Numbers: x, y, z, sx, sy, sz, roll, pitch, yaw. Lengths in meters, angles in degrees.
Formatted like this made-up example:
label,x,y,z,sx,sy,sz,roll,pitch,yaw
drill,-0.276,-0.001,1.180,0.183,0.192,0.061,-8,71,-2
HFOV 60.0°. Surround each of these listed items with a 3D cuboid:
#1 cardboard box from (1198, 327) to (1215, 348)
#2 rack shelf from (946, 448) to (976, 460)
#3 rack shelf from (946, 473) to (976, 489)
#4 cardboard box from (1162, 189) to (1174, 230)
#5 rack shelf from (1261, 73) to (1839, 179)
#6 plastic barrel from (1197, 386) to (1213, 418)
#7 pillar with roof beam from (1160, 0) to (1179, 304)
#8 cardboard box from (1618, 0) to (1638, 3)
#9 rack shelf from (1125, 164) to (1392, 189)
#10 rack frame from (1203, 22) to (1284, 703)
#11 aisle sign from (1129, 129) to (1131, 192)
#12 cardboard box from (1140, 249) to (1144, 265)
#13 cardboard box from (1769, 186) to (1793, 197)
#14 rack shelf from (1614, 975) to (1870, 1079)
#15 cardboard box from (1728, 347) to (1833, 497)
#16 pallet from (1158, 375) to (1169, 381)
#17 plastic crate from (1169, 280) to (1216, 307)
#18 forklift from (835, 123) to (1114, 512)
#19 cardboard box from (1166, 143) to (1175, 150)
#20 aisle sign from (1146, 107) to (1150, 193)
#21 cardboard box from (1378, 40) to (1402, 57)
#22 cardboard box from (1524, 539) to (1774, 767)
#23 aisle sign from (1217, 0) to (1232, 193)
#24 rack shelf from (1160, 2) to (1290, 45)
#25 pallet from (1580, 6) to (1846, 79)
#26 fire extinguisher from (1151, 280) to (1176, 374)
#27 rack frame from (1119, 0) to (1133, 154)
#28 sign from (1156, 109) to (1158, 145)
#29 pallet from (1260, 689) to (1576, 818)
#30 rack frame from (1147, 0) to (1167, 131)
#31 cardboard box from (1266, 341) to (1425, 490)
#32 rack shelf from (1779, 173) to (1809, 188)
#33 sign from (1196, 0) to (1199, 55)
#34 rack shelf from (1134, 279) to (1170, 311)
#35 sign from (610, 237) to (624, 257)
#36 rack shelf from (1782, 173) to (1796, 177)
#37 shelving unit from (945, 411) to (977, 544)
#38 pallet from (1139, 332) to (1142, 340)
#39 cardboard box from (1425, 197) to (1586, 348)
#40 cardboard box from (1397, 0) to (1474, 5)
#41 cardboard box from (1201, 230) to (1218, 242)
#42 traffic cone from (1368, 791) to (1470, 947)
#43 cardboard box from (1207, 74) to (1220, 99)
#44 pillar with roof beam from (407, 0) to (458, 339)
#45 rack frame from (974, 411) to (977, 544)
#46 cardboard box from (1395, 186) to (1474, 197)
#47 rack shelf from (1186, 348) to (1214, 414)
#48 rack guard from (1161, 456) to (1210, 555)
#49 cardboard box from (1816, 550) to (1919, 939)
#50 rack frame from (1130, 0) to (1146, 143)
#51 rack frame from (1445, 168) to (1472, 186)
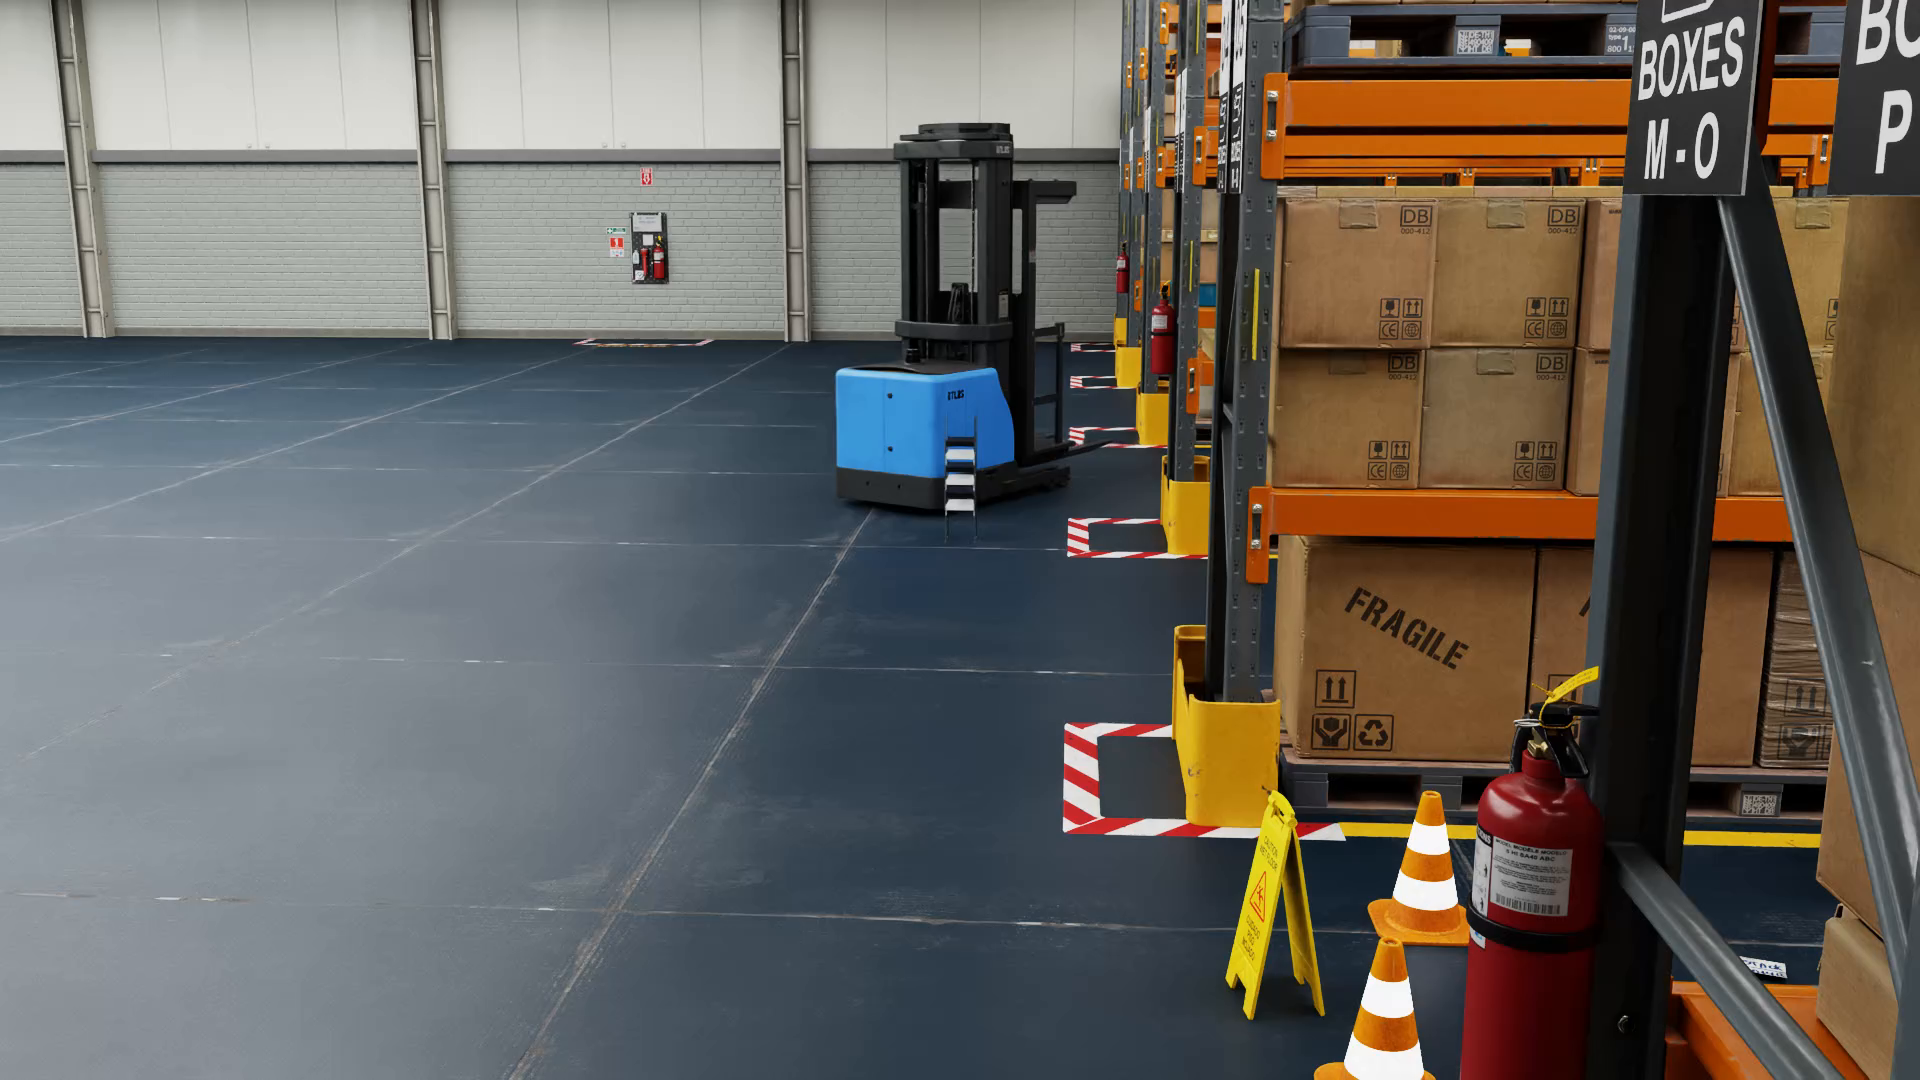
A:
label,x,y,z,sx,sy,sz,roll,pitch,yaw
cardboard box,3.239,-2.677,21.097,0.500,0.500,0.500,1,12,4
rack shelf,0.008,-0.584,11.645,0.200,0.077,0.258,1,12,4
rack shelf,0.008,-0.408,11.682,0.200,0.077,0.258,1,12,4
cardboard box,2.737,-4.184,21.029,0.500,0.500,0.700,1,12,4
rack shelf,3.117,-1.562,6.342,4.000,0.370,1.077,1,12,4
plastic barrel,2.546,-1.492,16.625,0.421,0.512,0.421,0,12,0
pillar with roof beam,3.015,-6.745,22.037,0.400,9.000,9.100,1,12,4
cardboard box,2.450,-1.990,5.971,0.250,0.149,0.380,1,12,4
rack shelf,4.542,-5.610,25.692,4.000,0.370,1.077,1,12,4
rack frame,1.121,-0.474,6.707,0.127,3.000,1.000,1,12,4
aisle sign,2.173,-4.843,21.244,0.004,0.787,0.394,1,12,4
cardboard box,3.012,-4.386,25.728,0.500,0.250,0.500,0,12,2
cardboard box,5.077,-2.065,10.900,0.500,0.500,0.500,1,12,4
rack shelf,2.887,0.918,1.809,4.000,0.370,1.077,1,12,4
cardboard box,3.127,-0.516,6.543,0.500,0.550,0.875,1,12,4
pallet,2.985,-2.143,21.495,1.213,0.211,1.003,1,12,4
plastic crate,2.404,-2.479,16.656,0.616,0.251,0.499,1,12,4
forklift,0.264,-1.902,13.700,1.130,2.935,3.031,8,14,33
cardboard box,3.397,-5.978,25.401,0.500,0.500,0.500,2,12,8
aisle sign,1.793,-3.711,15.834,0.004,0.787,0.394,1,12,4
cardboard box,3.017,-3.318,10.784,0.500,0.500,0.500,1,12,4
cardboard box,2.680,0.368,6.846,0.875,0.875,0.875,1,12,3
aisle sign,1.071,-1.808,6.738,0.004,0.787,0.394,1,12,4
rack shelf,3.880,-4.859,15.751,4.000,0.370,1.077,1,12,4
pallet,3.083,-1.874,6.293,1.213,0.211,1.003,1,12,4
fire extinguisher,1.470,-1.543,12.010,0.183,0.674,0.296,1,12,4
rack frame,2.547,-7.458,25.443,0.127,3.000,1.000,1,12,4
sign,1.844,-3.858,15.536,0.005,0.325,0.100,1,12,4
pallet,1.924,0.886,7.016,1.213,0.211,1.003,1,12,4
rack frame,1.885,-5.434,15.767,0.127,3.000,1.000,1,12,4
cardboard box,1.495,-0.551,6.711,0.550,0.550,0.875,1,12,4
rack shelf,12.197,-4.489,20.331,4.000,0.370,1.077,1,12,4
sign,1.518,-3.271,10.618,0.005,0.325,0.100,1,12,4
rack shelf,4.215,-3.130,21.161,4.000,0.370,1.077,1,12,4
sign,-5.692,-4.858,27.580,0.234,0.329,0.001,1,12,4
rack shelf,12.524,-5.501,25.169,4.000,0.370,1.077,1,12,4
shelving unit,0.008,-0.440,11.675,0.210,0.900,0.258,1,12,4
pallet,3.431,-3.137,26.250,1.213,0.211,1.003,1,12,4
cardboard box,2.044,-1.074,6.573,0.550,0.550,0.875,1,12,4
cardboard box,1.696,-2.000,6.021,0.250,0.149,0.380,1,12,4
cardboard box,3.109,-3.820,20.874,0.250,0.149,0.380,1,12,4
traffic cone,1.556,1.065,5.545,0.334,0.463,0.336,1,12,4
cardboard box,1.852,-3.136,11.498,0.250,0.149,0.380,1,12,4
pillar with roof beam,-8.958,-6.910,22.822,0.400,9.000,9.100,1,12,4
rack frame,0.110,-0.439,11.669,0.006,0.900,0.240,1,12,4
cardboard box,3.082,-2.092,11.028,0.500,0.500,0.500,1,12,4
rack shelf,3.549,-1.106,11.487,4.000,0.370,1.077,1,12,4
rack guard,1.629,-0.261,11.795,0.348,0.500,1.175,1,12,4
cardboard box,1.451,0.296,2.059,0.500,0.500,0.500,1,12,3
rack frame,2.219,-6.446,20.604,0.127,3.000,1.000,1,12,4
rack frame,6.210,-3.455,20.957,0.127,3.000,1.000,1,12,4
